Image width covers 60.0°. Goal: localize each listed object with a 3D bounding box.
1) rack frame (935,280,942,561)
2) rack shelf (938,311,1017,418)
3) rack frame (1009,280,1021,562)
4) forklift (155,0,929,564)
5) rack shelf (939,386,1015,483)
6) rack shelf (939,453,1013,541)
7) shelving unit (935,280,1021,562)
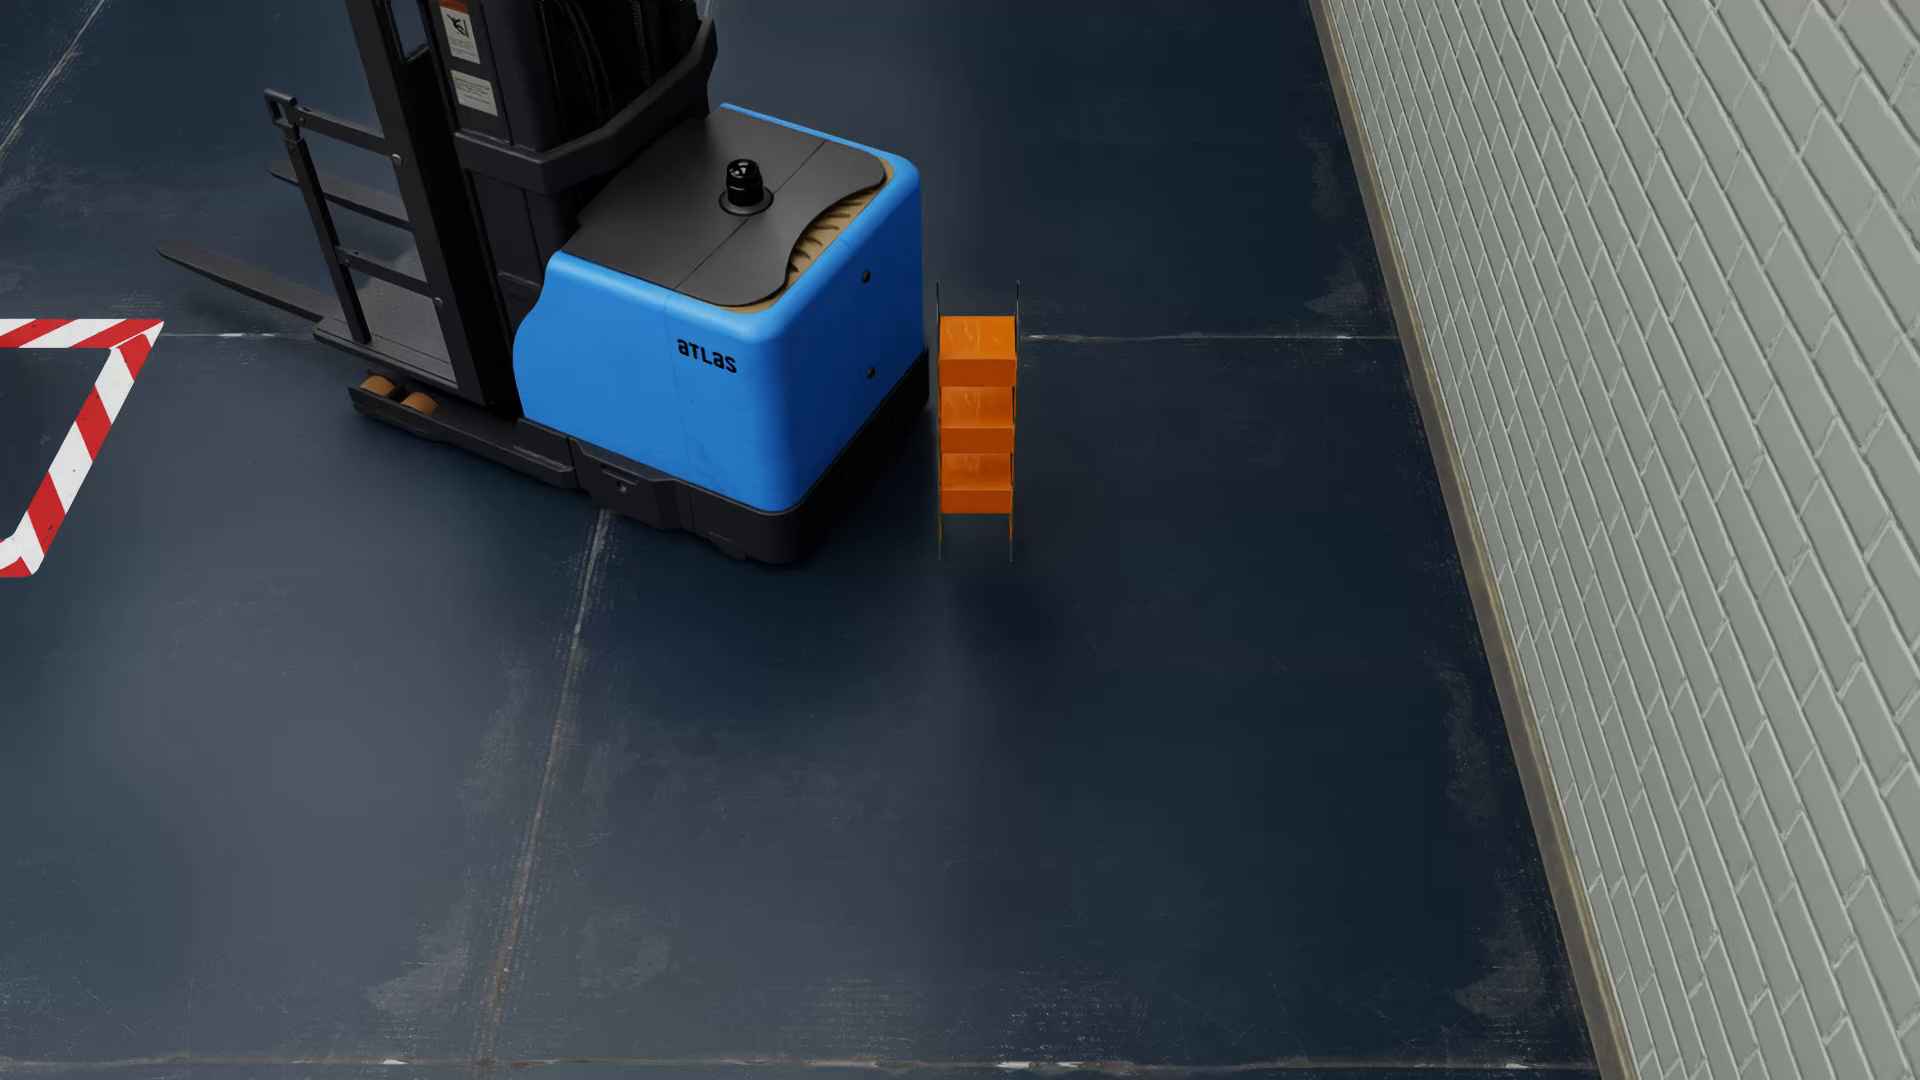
[{"bbox_3d":[-0.068,-0.358,5.366,0.008,1.050,0.200,0,47,0],"label":"rack frame"},{"bbox_3d":[0.054,-0.544,5.166,0.240,0.259,0.215,0,47,0],"label":"rack shelf"},{"bbox_3d":[0.176,-0.357,5.365,0.008,1.050,0.200,0,47,0],"label":"rack frame"},{"bbox_3d":[-1.661,-1.695,5.325,3.031,2.935,1.130,21,50,18],"label":"forklift"},{"bbox_3d":[0.054,-0.350,5.373,0.240,0.259,0.215,0,47,0],"label":"rack shelf"},{"bbox_3d":[0.054,-0.161,5.577,0.240,0.259,0.215,0,47,0],"label":"rack shelf"},{"bbox_3d":[0.054,-0.358,5.366,0.252,1.050,0.215,0,47,0],"label":"shelving unit"}]
